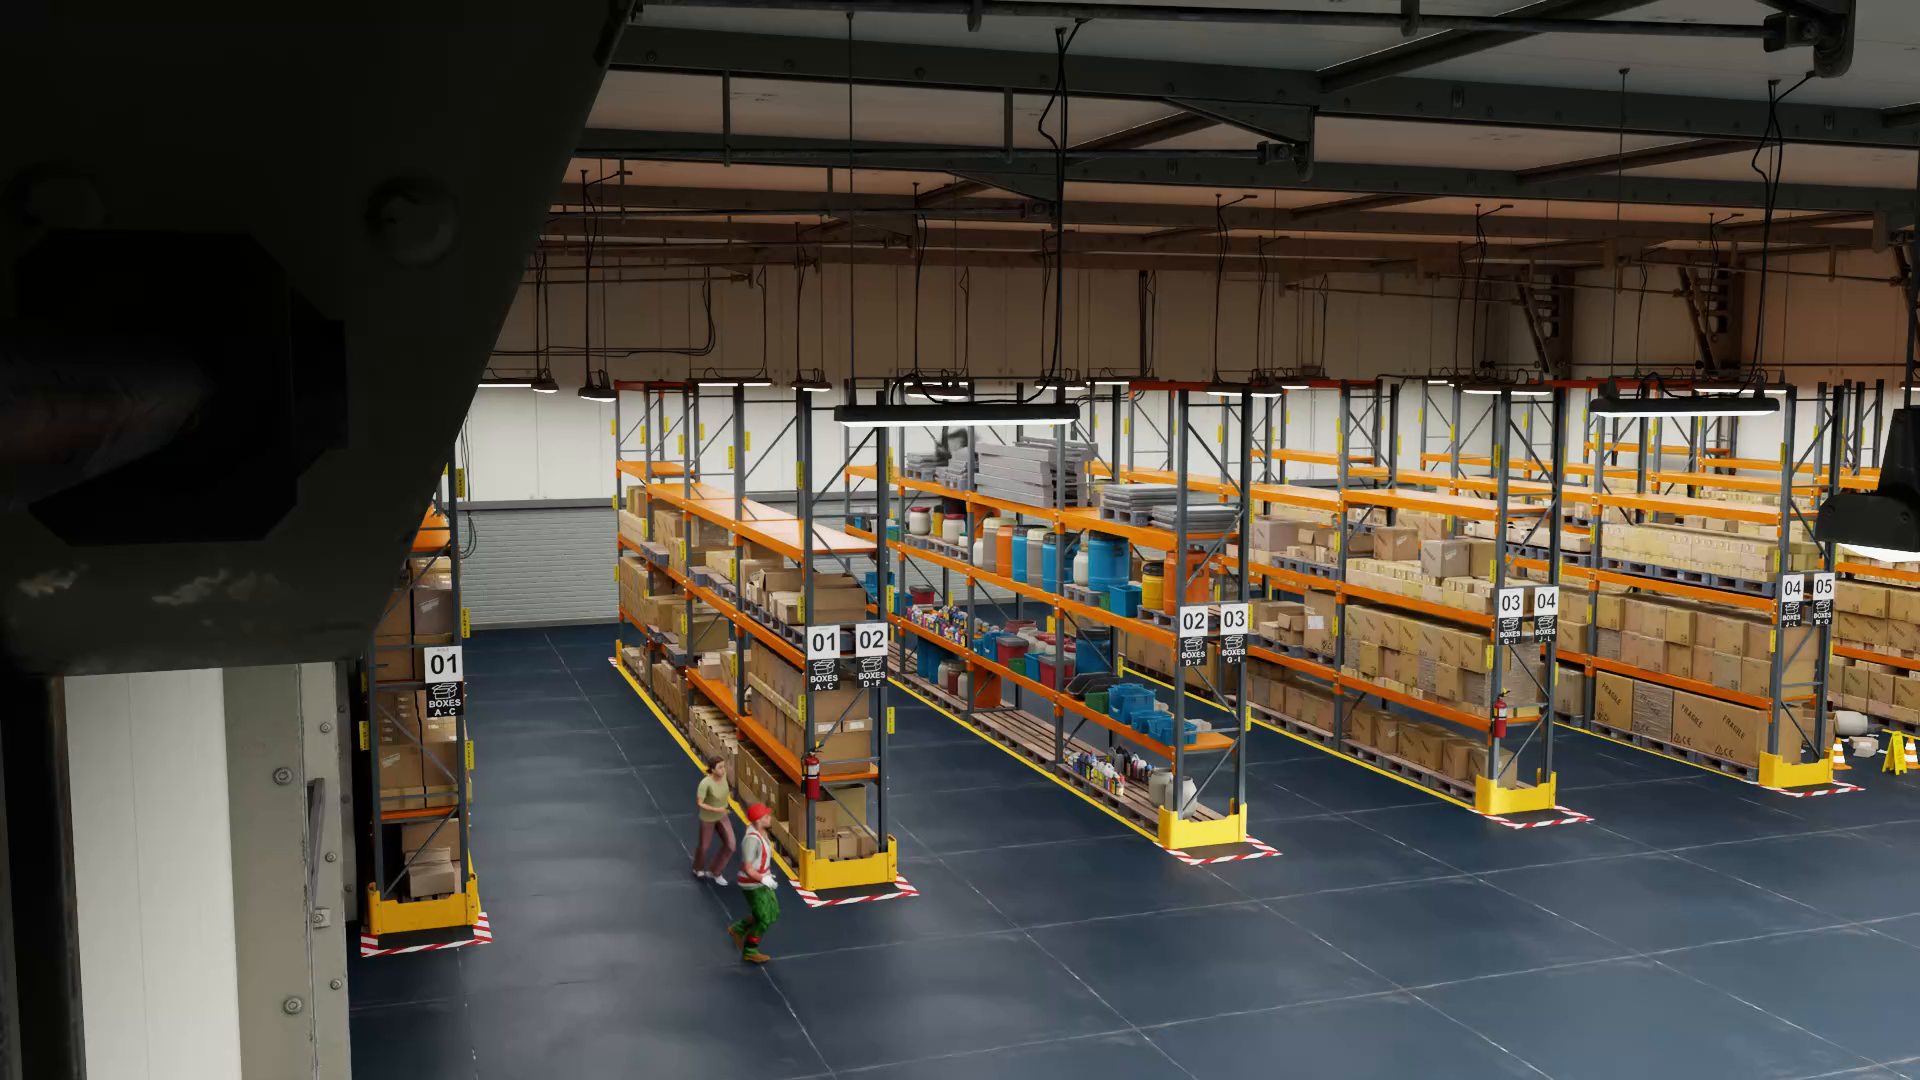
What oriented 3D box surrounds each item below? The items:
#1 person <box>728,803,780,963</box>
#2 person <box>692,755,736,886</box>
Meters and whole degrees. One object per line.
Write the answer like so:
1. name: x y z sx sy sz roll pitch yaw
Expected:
1. person: -2.196 3.615 17.544 0.591 1.728 0.662 1 6 7
2. person: -3.047 3.392 20.259 0.545 1.641 0.741 -5 8 -39
